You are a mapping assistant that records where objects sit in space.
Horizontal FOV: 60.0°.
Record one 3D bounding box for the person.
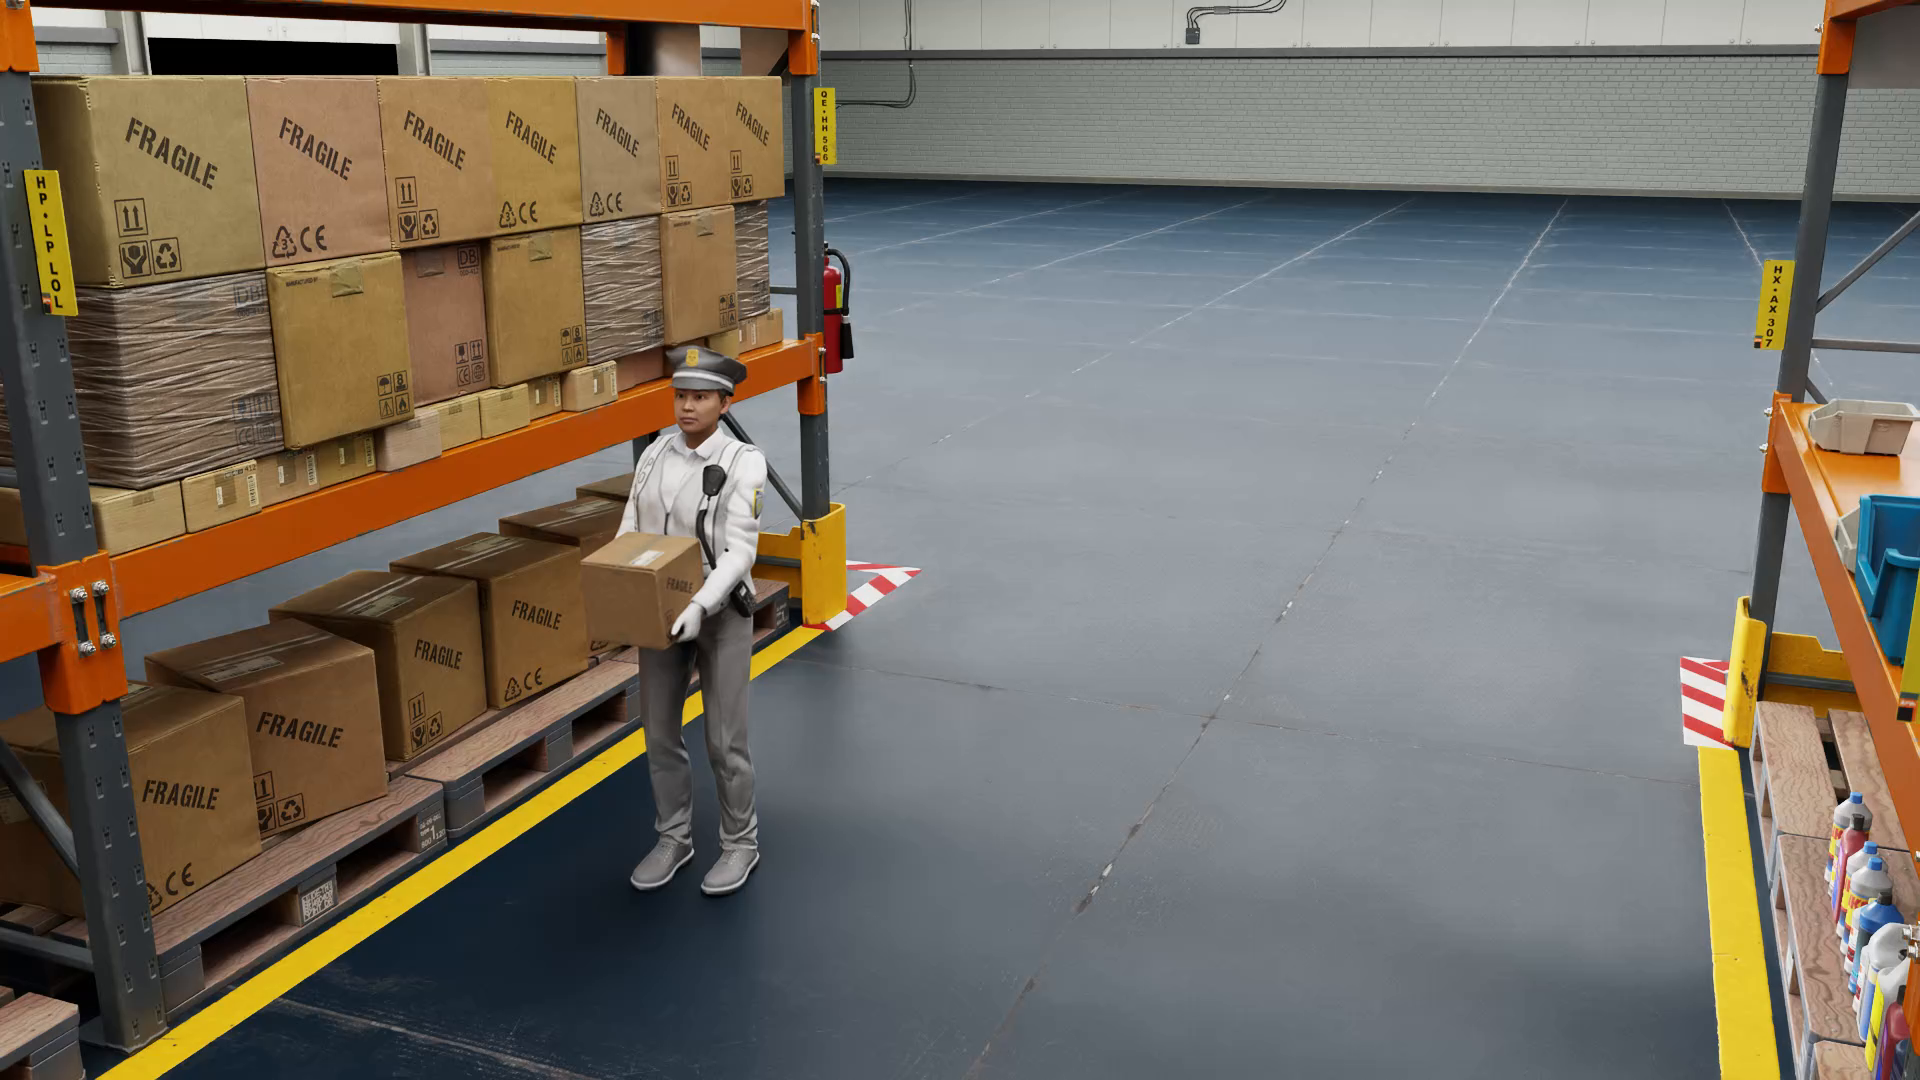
[{"bbox_3d":[-0.836,0.255,5.057,0.461,1.687,0.563,6,17,21],"label":"person"}]
